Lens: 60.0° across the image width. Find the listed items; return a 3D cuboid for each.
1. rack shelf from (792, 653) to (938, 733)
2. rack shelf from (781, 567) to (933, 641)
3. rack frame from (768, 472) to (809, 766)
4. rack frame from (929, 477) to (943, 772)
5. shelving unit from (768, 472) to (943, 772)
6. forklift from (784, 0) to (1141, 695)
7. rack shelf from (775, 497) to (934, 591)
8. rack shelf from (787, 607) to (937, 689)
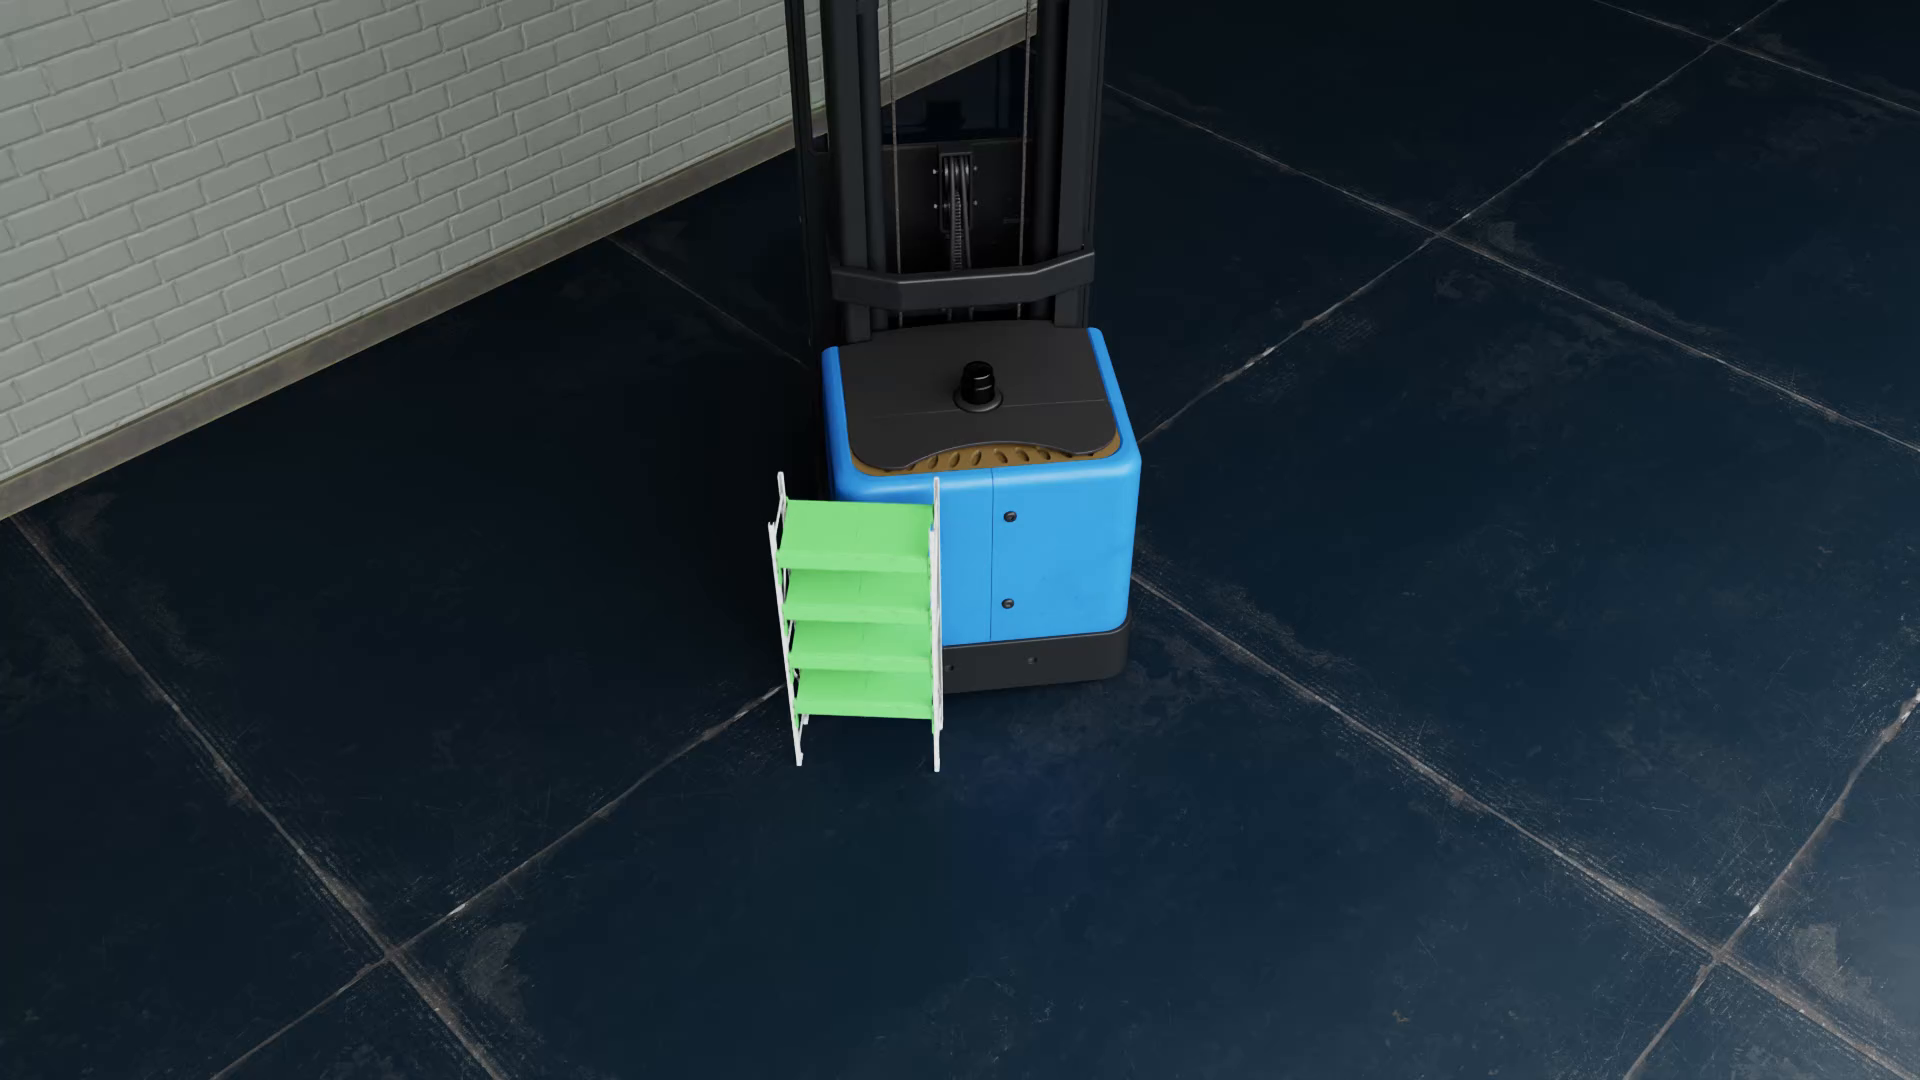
[{"bbox_3d":[-0.320,0.515,5.747,0.480,0.148,0.258,2,46,2],"label":"rack shelf"},{"bbox_3d":[-0.322,0.179,5.404,0.480,0.148,0.258,2,46,2],"label":"rack shelf"},{"bbox_3d":[-0.565,0.293,5.540,0.015,1.200,0.240,2,46,2],"label":"rack frame"},{"bbox_3d":[-0.077,0.311,5.520,0.015,1.200,0.240,2,46,2],"label":"rack frame"},{"bbox_3d":[-0.321,0.302,5.530,0.503,1.200,0.258,2,46,2],"label":"shelving unit"},{"bbox_3d":[-0.077,-1.498,6.211,1.130,2.935,3.031,-5,43,-5],"label":"forklift"},{"bbox_3d":[-0.322,0.010,5.233,0.480,0.148,0.258,2,46,2],"label":"rack shelf"},{"bbox_3d":[-0.321,0.347,5.575,0.480,0.148,0.258,2,46,2],"label":"rack shelf"}]
